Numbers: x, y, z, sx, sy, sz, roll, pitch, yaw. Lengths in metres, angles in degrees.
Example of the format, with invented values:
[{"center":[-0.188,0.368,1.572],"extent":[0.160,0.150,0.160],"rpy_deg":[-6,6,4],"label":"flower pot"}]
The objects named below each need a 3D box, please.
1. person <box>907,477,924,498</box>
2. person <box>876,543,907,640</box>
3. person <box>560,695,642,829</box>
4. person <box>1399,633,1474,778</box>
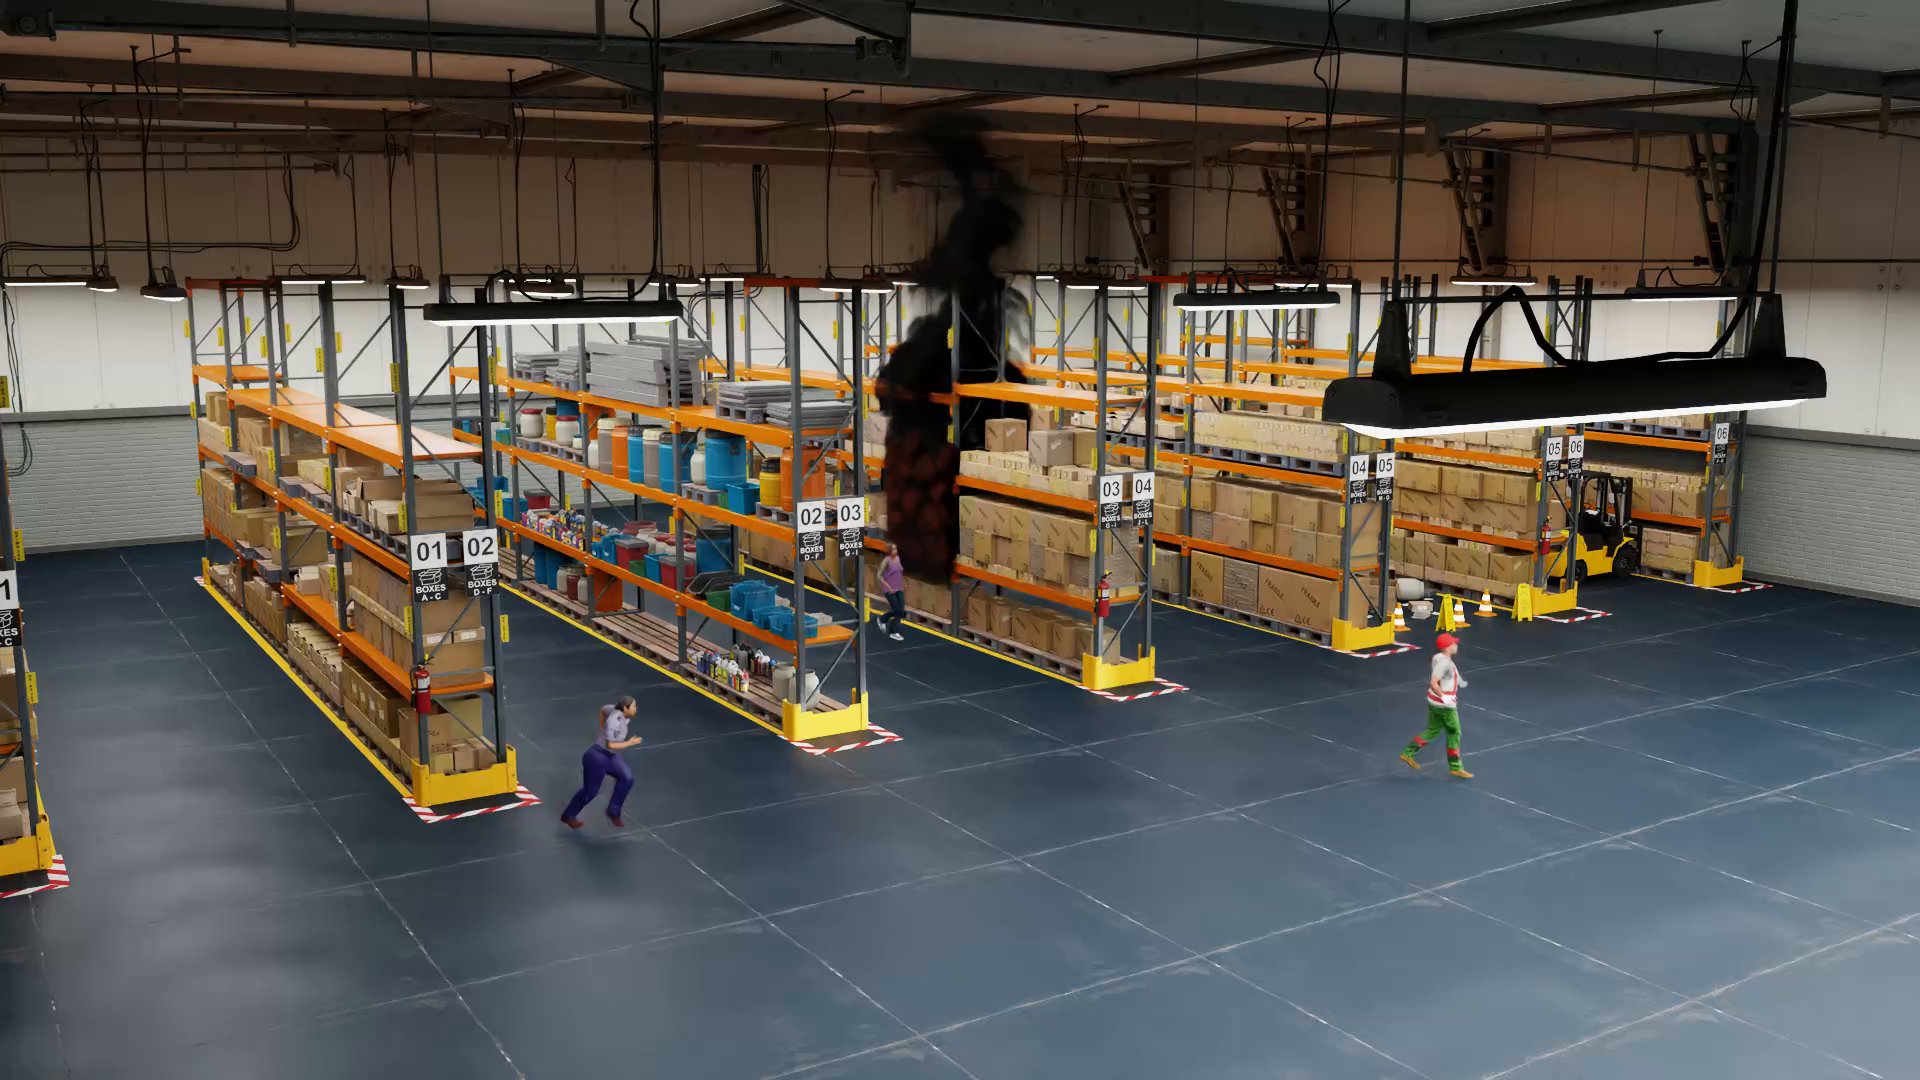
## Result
[{"center":[-0.796,-0.366,33.252],"extent":[0.659,1.780,0.871],"rpy_deg":[-8,12,-38],"label":"person"},{"center":[-1.097,0.816,26.754],"extent":[0.513,1.570,0.537],"rpy_deg":[8,13,40],"label":"person"},{"center":[-4.021,2.510,18.656],"extent":[0.956,1.566,0.643],"rpy_deg":[0,10,-1],"label":"person"},{"center":[5.889,2.023,20.445],"extent":[0.900,1.796,0.641],"rpy_deg":[0,10,1],"label":"person"}]
